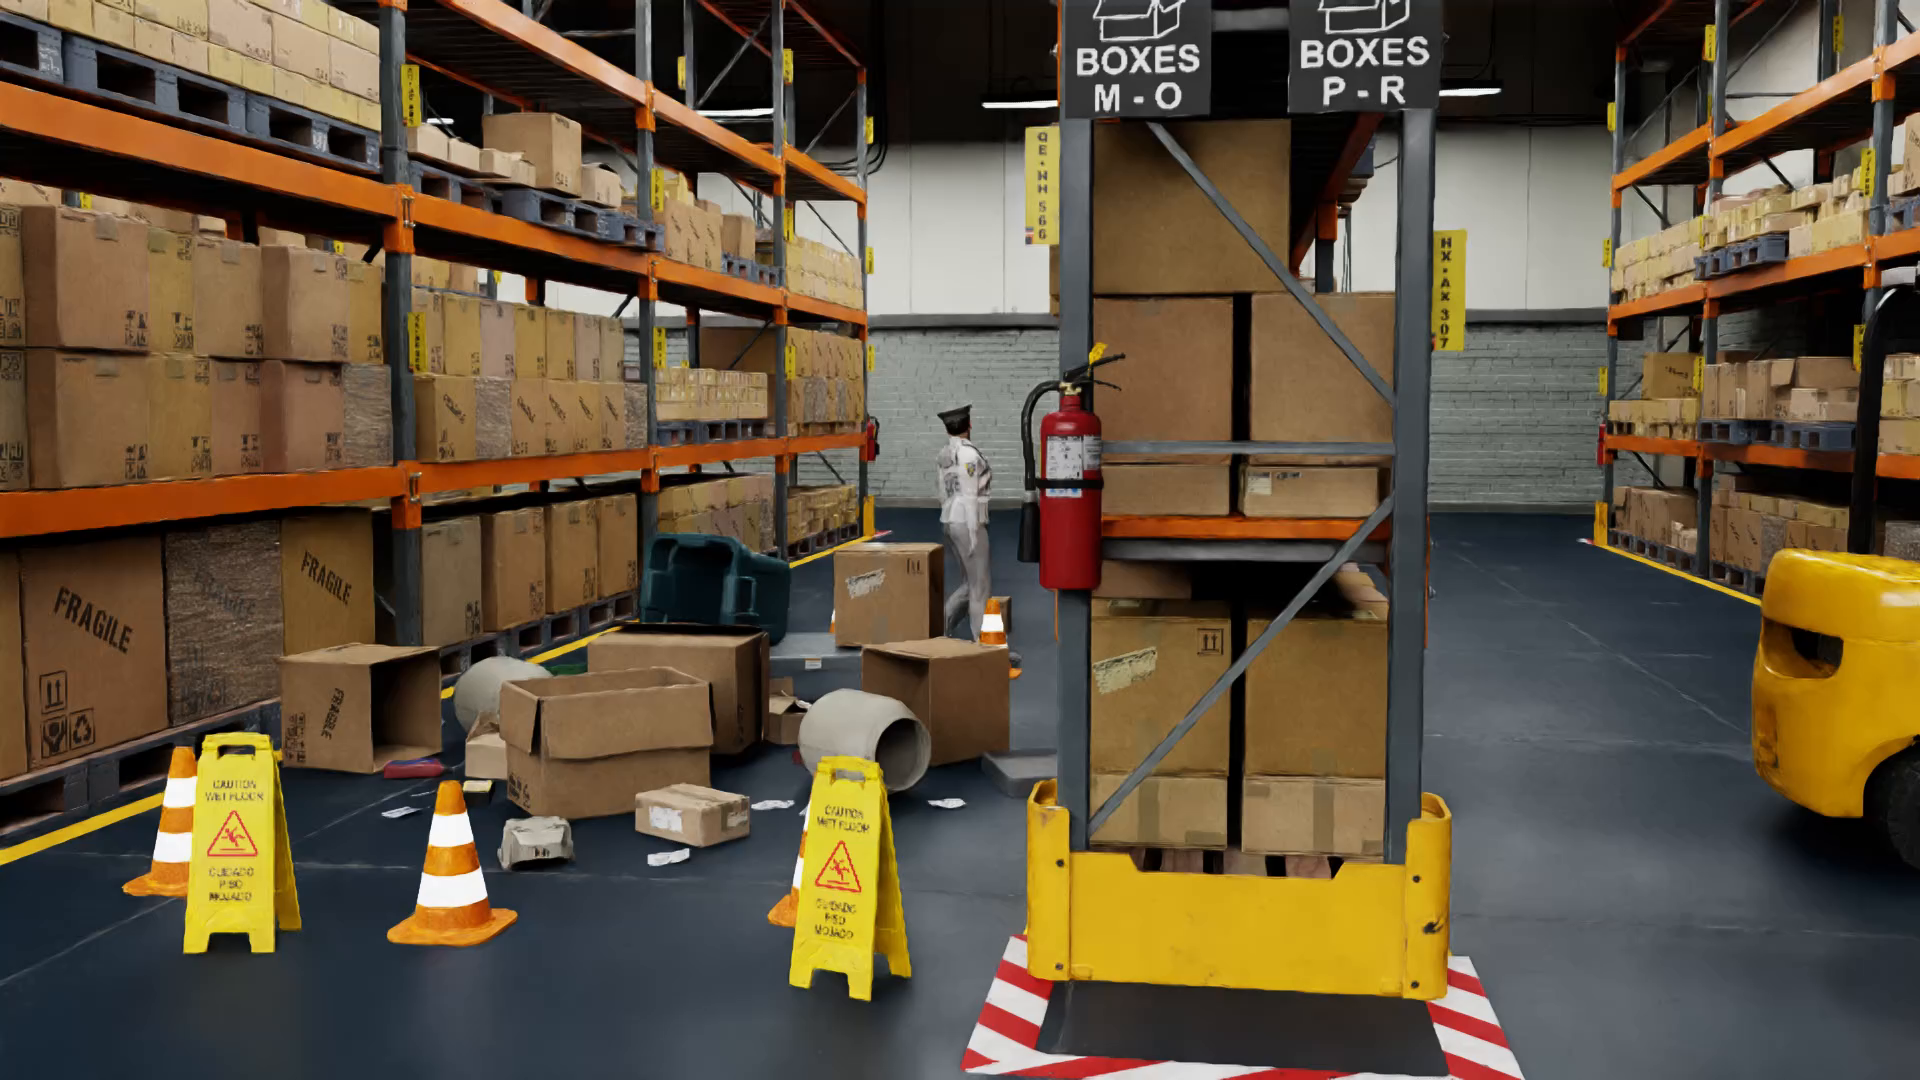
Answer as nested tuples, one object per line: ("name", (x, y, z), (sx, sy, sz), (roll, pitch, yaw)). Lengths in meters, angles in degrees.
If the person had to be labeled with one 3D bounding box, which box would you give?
("person", (0.089, -0.054, 10.610), (0.463, 1.635, 0.671), (-1, 5, -16))
